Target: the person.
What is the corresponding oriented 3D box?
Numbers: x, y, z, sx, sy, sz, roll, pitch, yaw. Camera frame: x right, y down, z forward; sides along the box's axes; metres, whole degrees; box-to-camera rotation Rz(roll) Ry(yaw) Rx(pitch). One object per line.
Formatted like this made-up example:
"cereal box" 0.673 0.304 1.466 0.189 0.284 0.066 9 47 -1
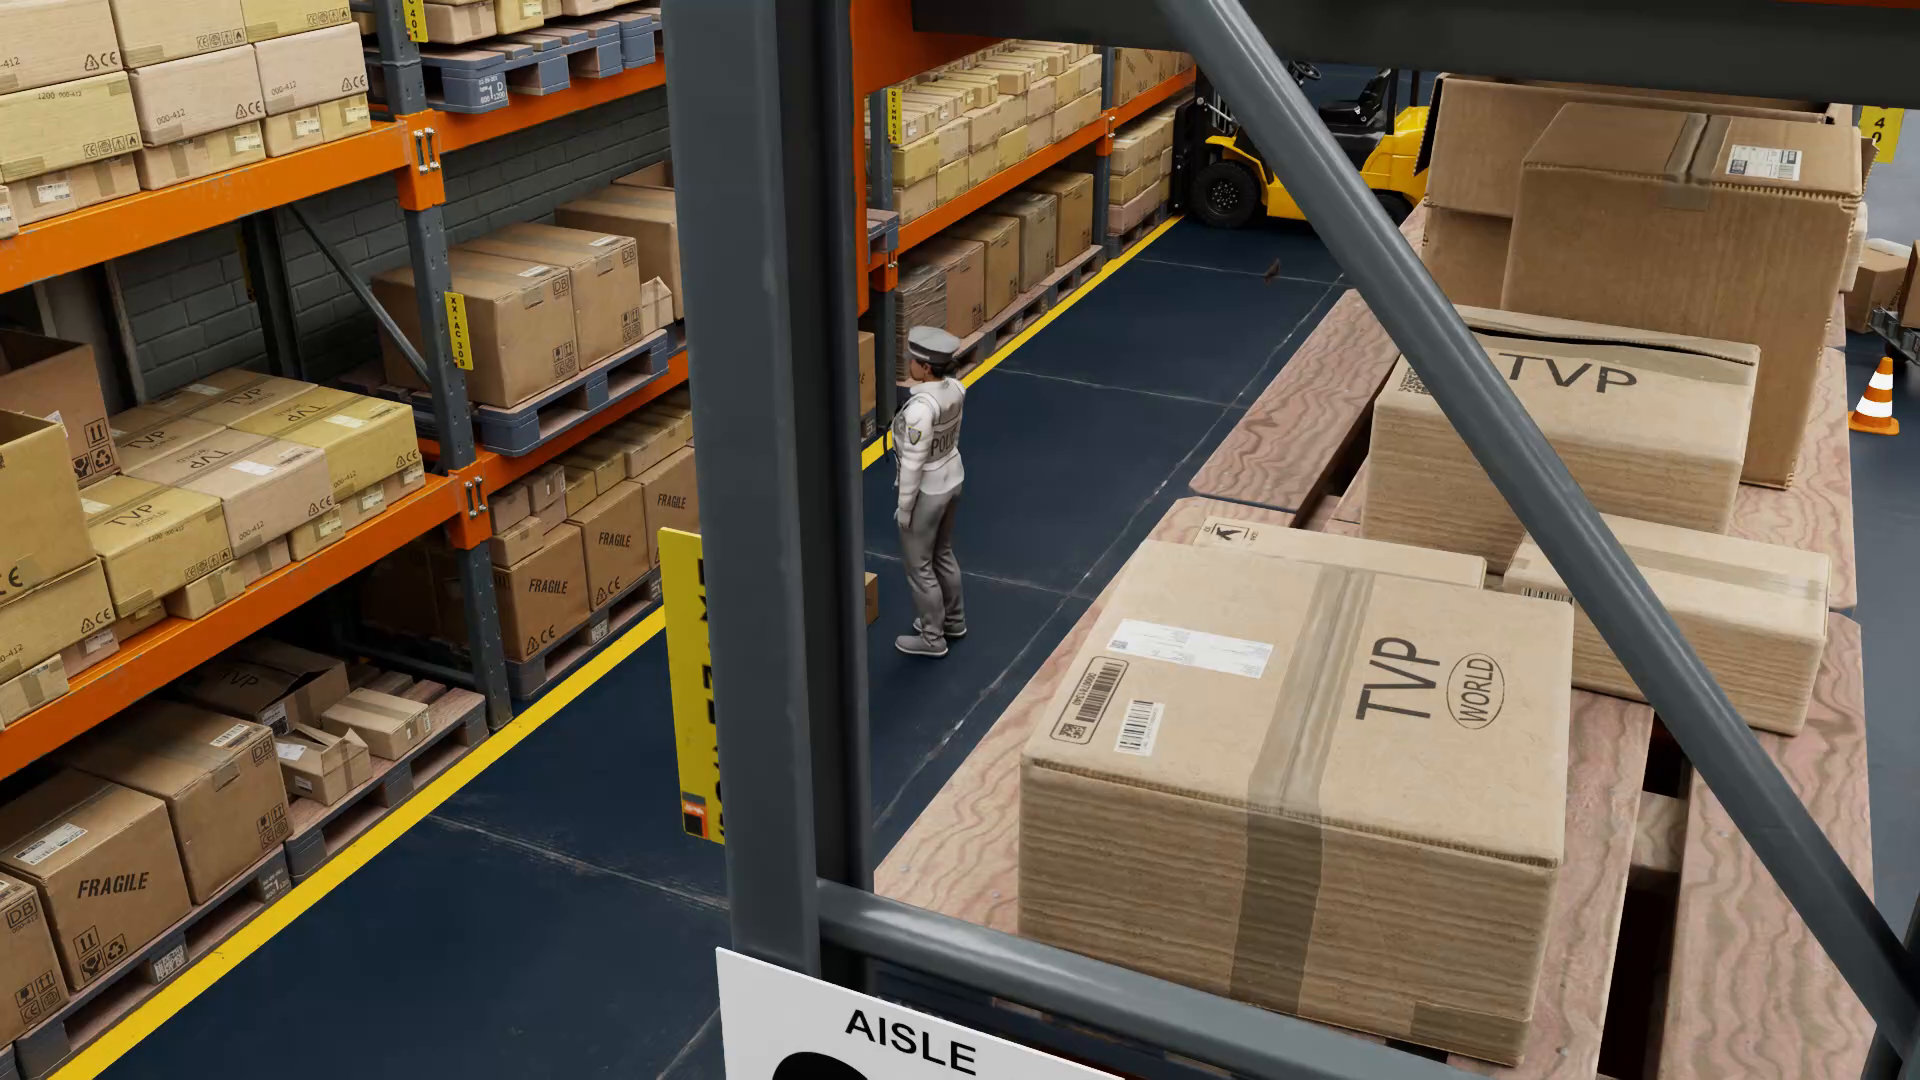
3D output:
"person" 3.858 -0.913 8.847 6.693 2.202 5.749 12 29 23
